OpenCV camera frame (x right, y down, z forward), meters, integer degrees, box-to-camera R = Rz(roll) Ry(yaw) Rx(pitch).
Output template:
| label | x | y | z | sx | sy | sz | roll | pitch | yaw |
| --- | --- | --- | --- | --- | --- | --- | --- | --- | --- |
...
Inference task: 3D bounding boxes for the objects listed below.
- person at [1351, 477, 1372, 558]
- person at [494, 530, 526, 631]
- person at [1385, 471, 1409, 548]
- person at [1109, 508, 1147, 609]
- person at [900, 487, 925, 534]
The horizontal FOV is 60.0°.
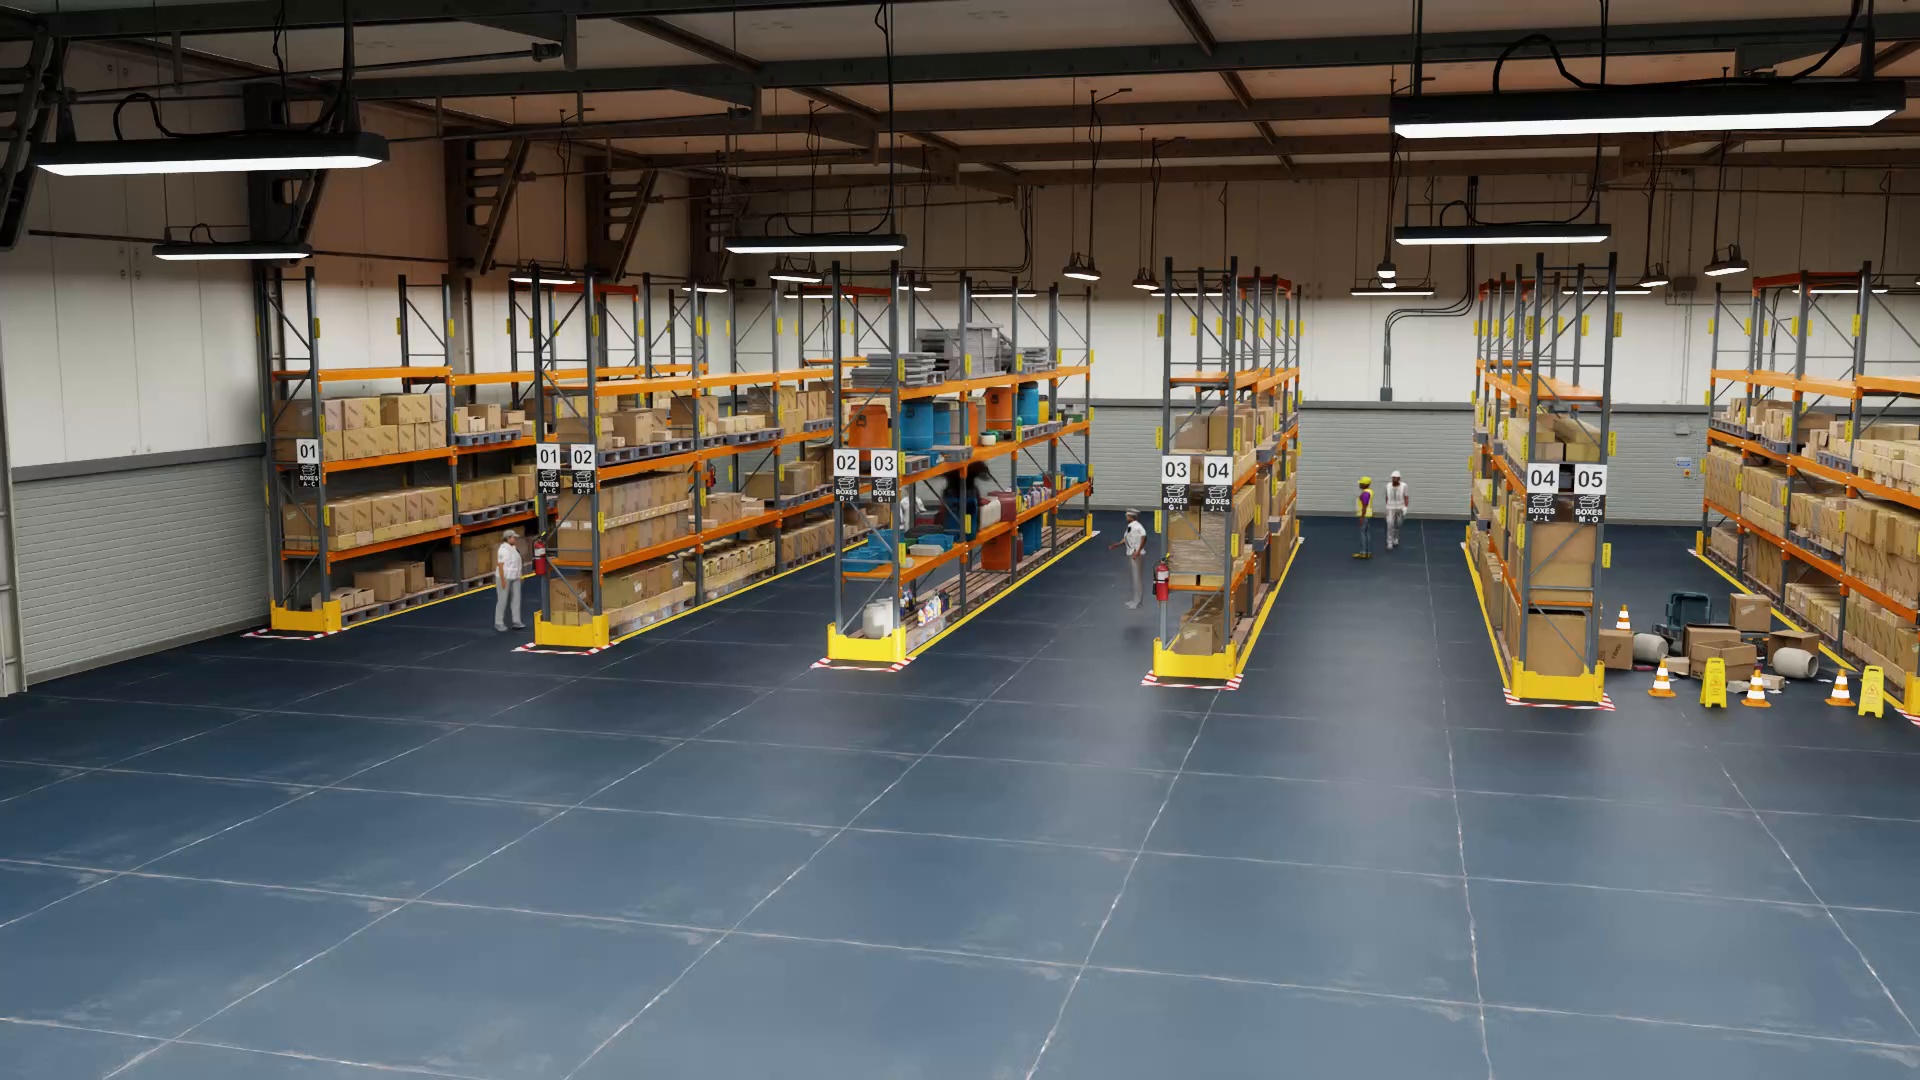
| label | x | y | z | sx | sy | sz | roll | pitch | yaw |
| --- | --- | --- | --- | --- | --- | --- | --- | --- | --- |
| person | 8.842 | -0.510 | 36.487 | 0.388 | 1.765 | 0.656 | 3 | 8 | 24 |
| person | -7.552 | 0.664 | 27.862 | 0.437 | 1.681 | 0.534 | 4 | 8 | 29 |
| person | 9.996 | -0.710 | 38.039 | 0.523 | 1.731 | 0.990 | 1 | 7 | 11 |
| person | 2.854 | 0.318 | 28.288 | 0.600 | 1.697 | 0.645 | -1 | 7 | -8 |
| person | -1.092 | -0.369 | 36.053 | 0.556 | 1.640 | 0.564 | 2 | 8 | 18 |
